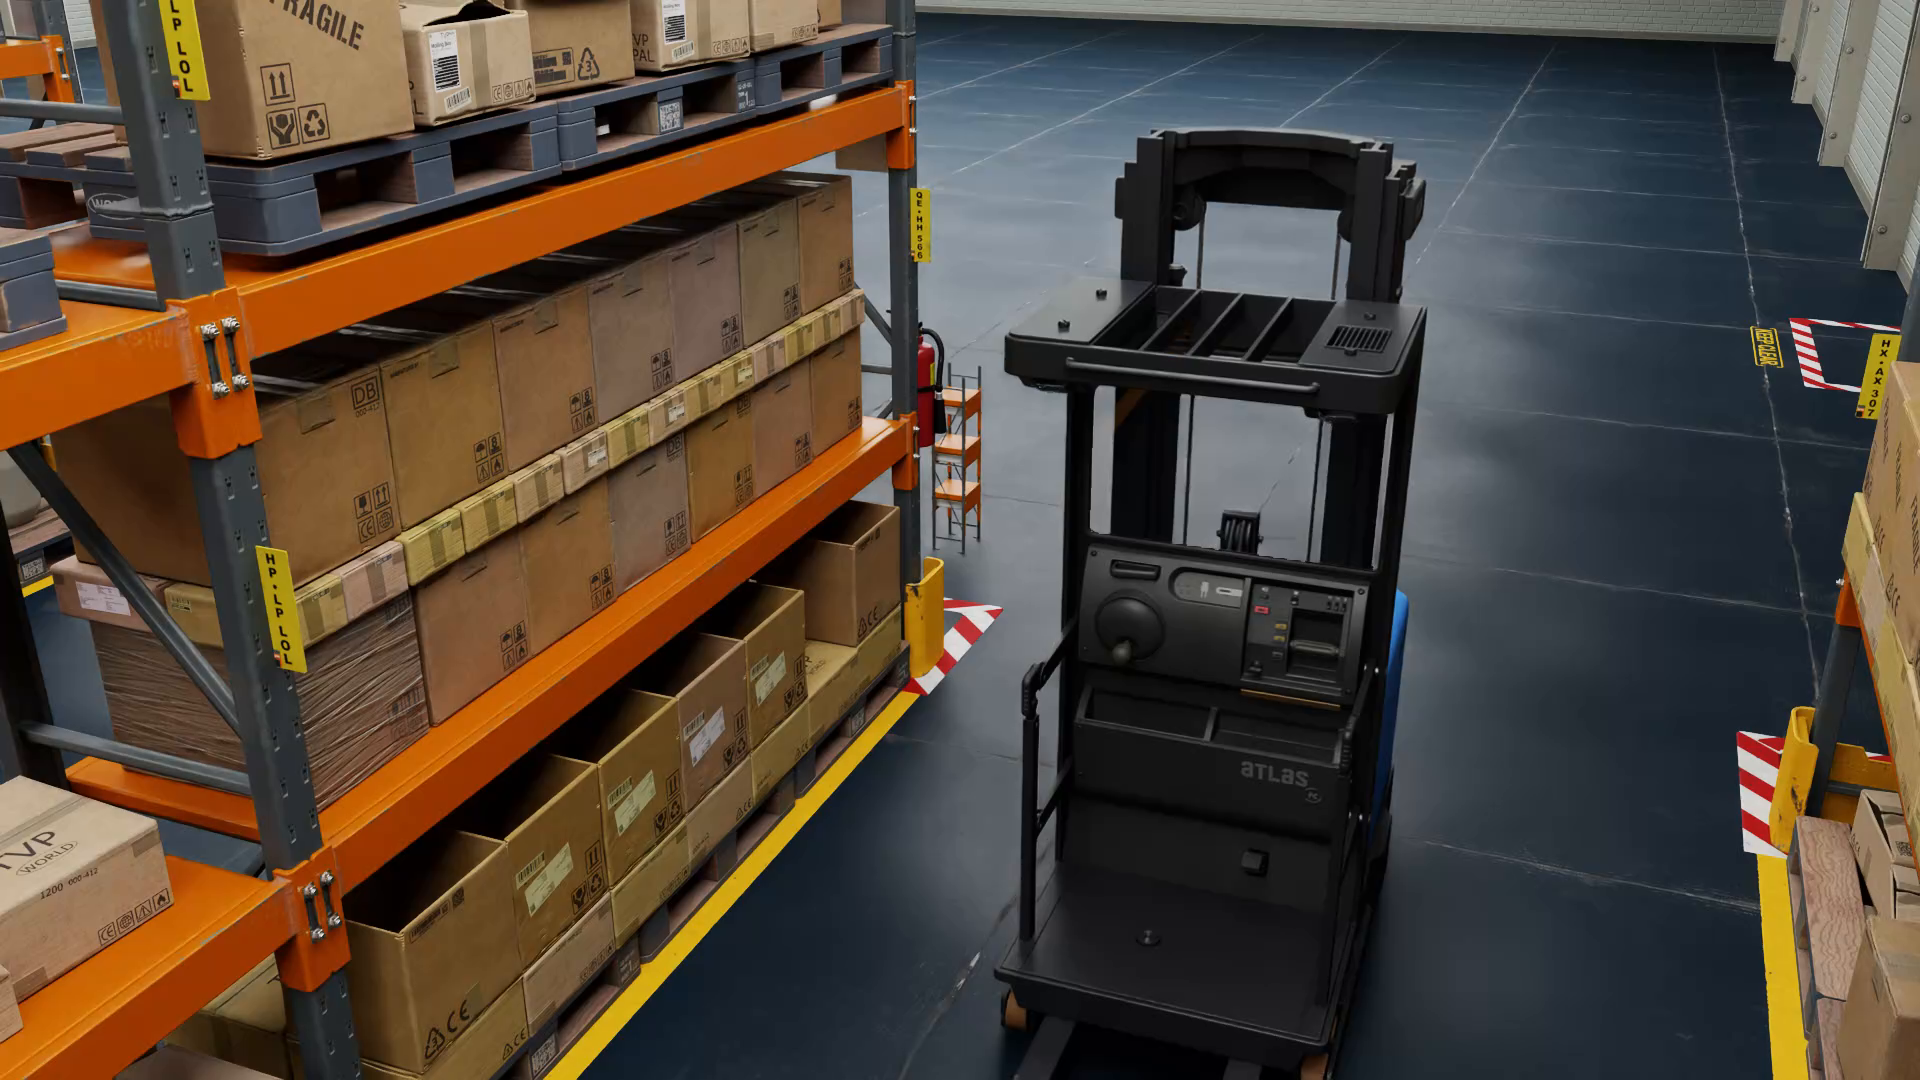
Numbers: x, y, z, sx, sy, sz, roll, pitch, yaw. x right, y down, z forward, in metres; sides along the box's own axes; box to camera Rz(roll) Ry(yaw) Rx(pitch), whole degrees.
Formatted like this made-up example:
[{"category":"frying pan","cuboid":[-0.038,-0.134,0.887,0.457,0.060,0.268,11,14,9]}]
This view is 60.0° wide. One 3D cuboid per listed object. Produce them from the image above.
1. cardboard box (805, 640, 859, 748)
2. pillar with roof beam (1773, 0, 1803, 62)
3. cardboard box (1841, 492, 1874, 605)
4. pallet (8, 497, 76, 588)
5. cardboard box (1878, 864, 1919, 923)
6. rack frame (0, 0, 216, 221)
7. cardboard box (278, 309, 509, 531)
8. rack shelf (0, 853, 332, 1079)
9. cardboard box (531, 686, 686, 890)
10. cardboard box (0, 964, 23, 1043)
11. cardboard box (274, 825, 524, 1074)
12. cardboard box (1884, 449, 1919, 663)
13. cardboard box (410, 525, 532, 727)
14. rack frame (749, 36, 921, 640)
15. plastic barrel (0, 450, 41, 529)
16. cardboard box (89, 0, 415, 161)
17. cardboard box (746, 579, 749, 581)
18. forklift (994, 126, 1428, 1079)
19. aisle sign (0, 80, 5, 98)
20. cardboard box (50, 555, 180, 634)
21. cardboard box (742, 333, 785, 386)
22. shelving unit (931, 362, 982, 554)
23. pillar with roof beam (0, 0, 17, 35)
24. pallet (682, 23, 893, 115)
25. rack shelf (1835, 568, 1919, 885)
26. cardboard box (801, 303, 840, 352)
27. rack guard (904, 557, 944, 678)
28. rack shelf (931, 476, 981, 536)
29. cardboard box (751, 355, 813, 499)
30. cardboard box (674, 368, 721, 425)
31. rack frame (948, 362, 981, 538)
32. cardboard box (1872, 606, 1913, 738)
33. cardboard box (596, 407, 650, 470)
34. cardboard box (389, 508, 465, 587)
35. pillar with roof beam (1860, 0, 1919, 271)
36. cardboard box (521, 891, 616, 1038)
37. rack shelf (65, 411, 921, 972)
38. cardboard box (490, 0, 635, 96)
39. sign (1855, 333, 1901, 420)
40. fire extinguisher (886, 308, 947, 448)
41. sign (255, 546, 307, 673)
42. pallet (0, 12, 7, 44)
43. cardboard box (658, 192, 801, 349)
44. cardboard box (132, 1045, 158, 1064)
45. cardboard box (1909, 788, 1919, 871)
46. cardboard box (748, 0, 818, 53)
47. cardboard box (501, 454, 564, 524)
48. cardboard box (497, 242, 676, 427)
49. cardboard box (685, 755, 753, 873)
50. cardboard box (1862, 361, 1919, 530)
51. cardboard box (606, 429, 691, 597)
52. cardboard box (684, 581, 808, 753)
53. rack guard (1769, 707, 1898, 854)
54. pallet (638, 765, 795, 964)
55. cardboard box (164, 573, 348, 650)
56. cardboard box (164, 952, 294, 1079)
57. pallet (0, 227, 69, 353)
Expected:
[{"category":"cardboard box","cuboid":[-0.776,0.653,7.319,0.500,0.250,0.500,9,24,20]},{"category":"pillar with roof beam","cuboid":[11.614,-13.875,31.293,9.100,9.000,0.400,9,24,20]},{"category":"cardboard box","cuboid":[3.448,0.060,5.884,0.500,0.250,0.500,8,24,19]},{"category":"pallet","cuboid":[-5.566,0.063,9.326,1.003,0.211,1.213,9,24,20]},{"category":"cardboard box","cuboid":[3.372,1.347,5.551,0.500,0.311,0.500,11,25,24]},{"category":"rack frame","cuboid":[-2.162,-2.174,3.280,1.000,3.000,0.127,9,24,20]},{"category":"cardboard box","cuboid":[-1.817,-0.391,4.982,0.700,0.500,0.500,9,24,20]},{"category":"rack shelf","cuboid":[-2.905,1.642,2.861,1.077,0.370,4.000,9,24,20]},{"category":"cardboard box","cuboid":[-1.328,0.844,5.887,0.500,0.500,0.500,9,24,20]},{"category":"cardboard box","cuboid":[-2.319,0.997,3.646,0.396,0.266,0.258,8,24,19]},{"category":"cardboard box","cuboid":[-1.700,1.202,5.030,0.500,0.500,0.500,9,24,20]},{"category":"cardboard box","cuboid":[3.077,0.072,4.882,0.500,0.500,0.500,8,24,18]},{"category":"cardboard box","cuboid":[-1.814,0.199,5.253,0.700,0.500,0.500,9,24,20]},{"category":"rack frame","cuboid":[-0.677,-0.837,7.863,1.000,3.000,0.127,9,24,20]},{"category":"plastic barrel","cuboid":[-5.448,-0.347,9.372,0.421,0.512,0.421,0,23,0]},{"category":"cardboard box","cuboid":[-1.731,-1.237,4.072,0.500,0.500,0.500,11,25,24]},{"category":"cardboard box","cuboid":[-1.266,0.231,7.355,0.500,0.500,0.500,9,24,20]},{"category":"forklift","cuboid":[0.781,0.287,5.259,1.130,2.935,3.031,8,24,19]},{"category":"aisle sign","cuboid":[-5.520,-2.815,9.225,0.394,0.787,0.004,9,24,20]},{"category":"cardboard box","cuboid":[-2.260,0.121,4.598,0.380,0.149,0.250,9,24,20]},{"category":"cardboard box","cuboid":[-0.928,-0.744,6.667,0.380,0.149,0.250,9,24,21]},{"category":"shelving unit","cuboid":[-0.020,-0.465,9.502,0.215,1.050,0.252,9,24,20]},{"category":"pillar with roof beam","cuboid":[-14.096,-12.858,28.858,9.100,9.000,0.400,9,24,20]},{"category":"pallet","cuboid":[-0.963,-1.931,6.705,1.003,0.211,1.213,9,24,20]},{"category":"rack shelf","cuboid":[3.181,0.918,4.593,1.077,0.370,4.000,9,24,20]},{"category":"cardboard box","cuboid":[-0.738,-0.925,7.101,0.380,0.149,0.250,9,24,21]},{"category":"rack guard","cuboid":[-0.668,0.308,8.365,1.175,0.500,0.348,9,24,20]},{"category":"rack shelf","cuboid":[-0.020,-0.199,9.613,0.215,0.259,0.240,9,24,20]},{"category":"cardboard box","cuboid":[-1.053,-0.530,6.996,0.700,0.500,0.500,9,24,21]},{"category":"cardboard box","cuboid":[-1.121,-0.555,6.216,0.380,0.149,0.250,9,24,22]},{"category":"rack frame","cuboid":[0.025,-0.509,9.606,0.200,1.050,0.008,9,24,20]},{"category":"cardboard box","cuboid":[3.074,0.429,5.000,0.500,0.250,0.500,8,24,19]},{"category":"cardboard box","cuboid":[-1.311,-0.375,5.784,0.380,0.149,0.250,9,24,20]},{"category":"cardboard box","cuboid":[-1.695,-0.002,4.892,0.380,0.149,0.250,8,24,19]},{"category":"pillar with roof beam","cuboid":[4.927,-7.434,15.872,9.100,9.000,0.400,9,24,20]},{"category":"cardboard box","cuboid":[-1.518,1.368,5.605,0.500,0.250,0.500,9,24,20]},{"category":"rack shelf","cuboid":[-1.420,0.210,6.288,1.077,0.370,4.000,9,24,20]},{"category":"cardboard box","cuboid":[-1.434,-1.667,5.098,0.797,0.503,0.637,12,25,26]},{"category":"sign","cuboid":[3.420,-0.607,6.187,0.100,0.325,0.005,9,24,20]},{"category":"fire extinguisher","cuboid":[-0.201,-0.777,7.820,0.296,0.674,0.183,9,24,20]},{"category":"sign","cuboid":[-1.655,0.171,4.050,0.100,0.325,0.005,9,24,20]},{"category":"pallet","cuboid":[-5.672,-2.563,8.347,1.003,0.211,1.213,9,24,20]},{"category":"cardboard box","cuboid":[-1.072,-1.109,6.700,0.700,0.500,0.500,8,24,19]},{"category":"cardboard box","cuboid":[-2.547,1.523,4.508,0.500,0.311,0.500,9,24,20]},{"category":"cardboard box","cuboid":[2.698,0.790,4.136,0.500,0.250,0.500,9,24,20]},{"category":"cardboard box","cuboid":[-0.860,-1.961,6.129,0.500,0.250,0.500,9,24,20]},{"category":"cardboard box","cuboid":[-1.504,-0.186,5.331,0.380,0.149,0.250,8,24,18]},{"category":"cardboard box","cuboid":[-1.444,-0.749,5.839,0.700,0.500,0.500,9,24,20]},{"category":"cardboard box","cuboid":[-1.148,1.010,6.462,0.500,0.250,0.500,9,24,20]},{"category":"cardboard box","cuboid":[3.468,-0.288,5.743,0.500,0.500,0.500,9,24,20]},{"category":"cardboard box","cuboid":[-1.434,-0.164,6.121,0.700,0.500,0.500,10,24,22]},{"category":"cardboard box","cuboid":[-0.957,0.486,6.744,0.500,0.500,0.500,9,24,20]},{"category":"rack guard","cuboid":[3.896,1.051,6.585,1.175,0.500,0.348,9,24,20]},{"category":"pallet","cuboid":[-1.377,1.164,6.689,1.003,0.211,1.213,9,24,20]},{"category":"cardboard box","cuboid":[-1.883,0.180,4.455,0.380,0.149,0.250,9,24,20]},{"category":"cardboard box","cuboid":[-2.193,1.472,5.357,0.500,0.250,0.500,9,24,20]},{"category":"pallet","cuboid":[-2.478,-0.384,3.135,0.805,0.209,1.217,8,24,18]}]
